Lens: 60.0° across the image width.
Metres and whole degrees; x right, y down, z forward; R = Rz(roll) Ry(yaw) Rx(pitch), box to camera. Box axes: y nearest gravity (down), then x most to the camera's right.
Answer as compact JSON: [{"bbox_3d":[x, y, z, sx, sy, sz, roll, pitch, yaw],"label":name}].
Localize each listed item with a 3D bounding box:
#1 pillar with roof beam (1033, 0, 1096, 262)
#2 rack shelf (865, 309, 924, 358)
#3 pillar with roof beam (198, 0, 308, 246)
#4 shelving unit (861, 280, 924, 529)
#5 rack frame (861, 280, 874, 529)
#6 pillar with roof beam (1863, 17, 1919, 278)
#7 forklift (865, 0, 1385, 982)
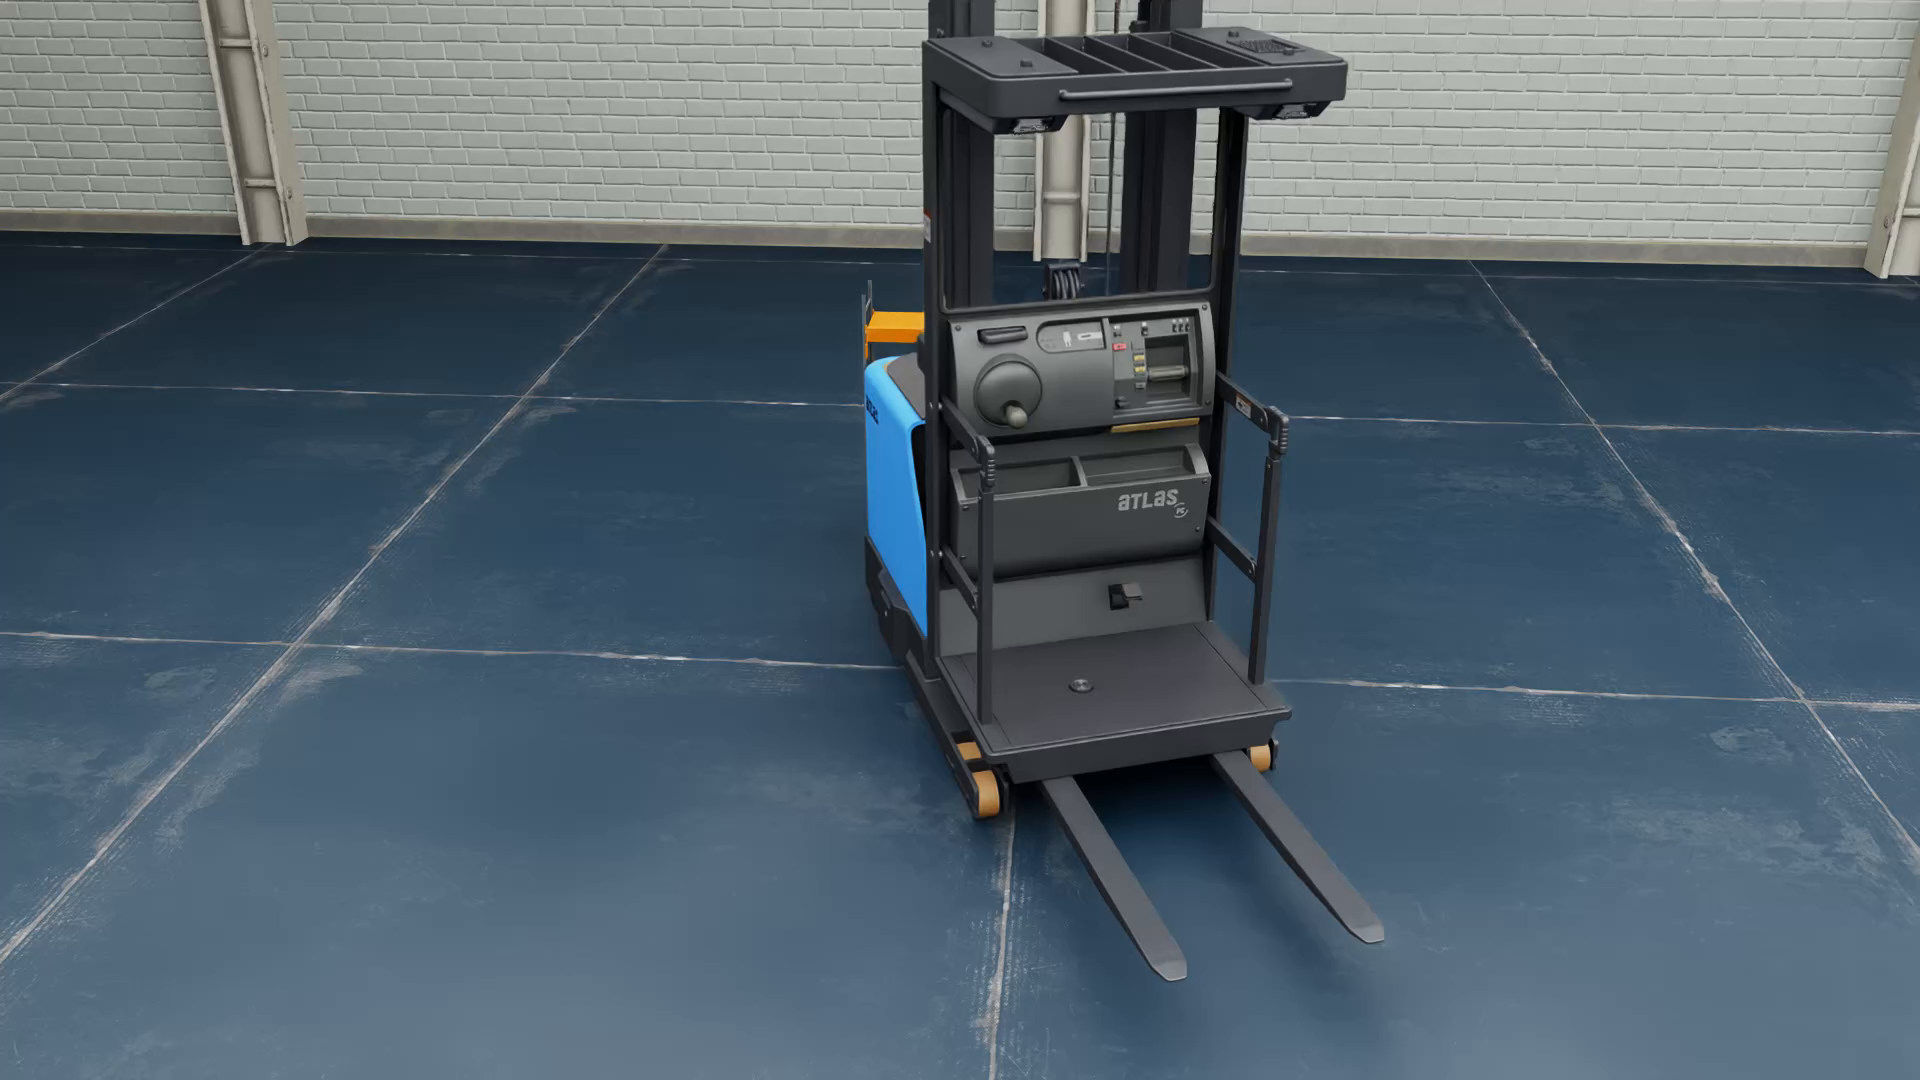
[{"bbox_3d":[0.414,-4.401,6.549,0.400,9.000,9.100,2,25,4],"label":"pillar with roof beam"},{"bbox_3d":[-0.165,-0.907,7.346,0.480,0.148,0.258,2,25,4],"label":"rack shelf"},{"bbox_3d":[-5.568,-4.593,6.966,0.400,9.000,9.100,2,25,4],"label":"pillar with roof beam"},{"bbox_3d":[-0.165,-0.550,7.511,0.503,1.200,0.258,2,25,4],"label":"shelving unit"},{"bbox_3d":[-0.408,-0.558,7.528,0.015,1.200,0.240,2,25,4],"label":"rack frame"},{"bbox_3d":[6.396,-4.209,6.132,0.400,9.000,9.100,2,25,4],"label":"pillar with roof beam"},{"bbox_3d":[0.485,-0.561,5.463,1.130,2.935,3.031,-7,26,-14],"label":"forklift"}]
